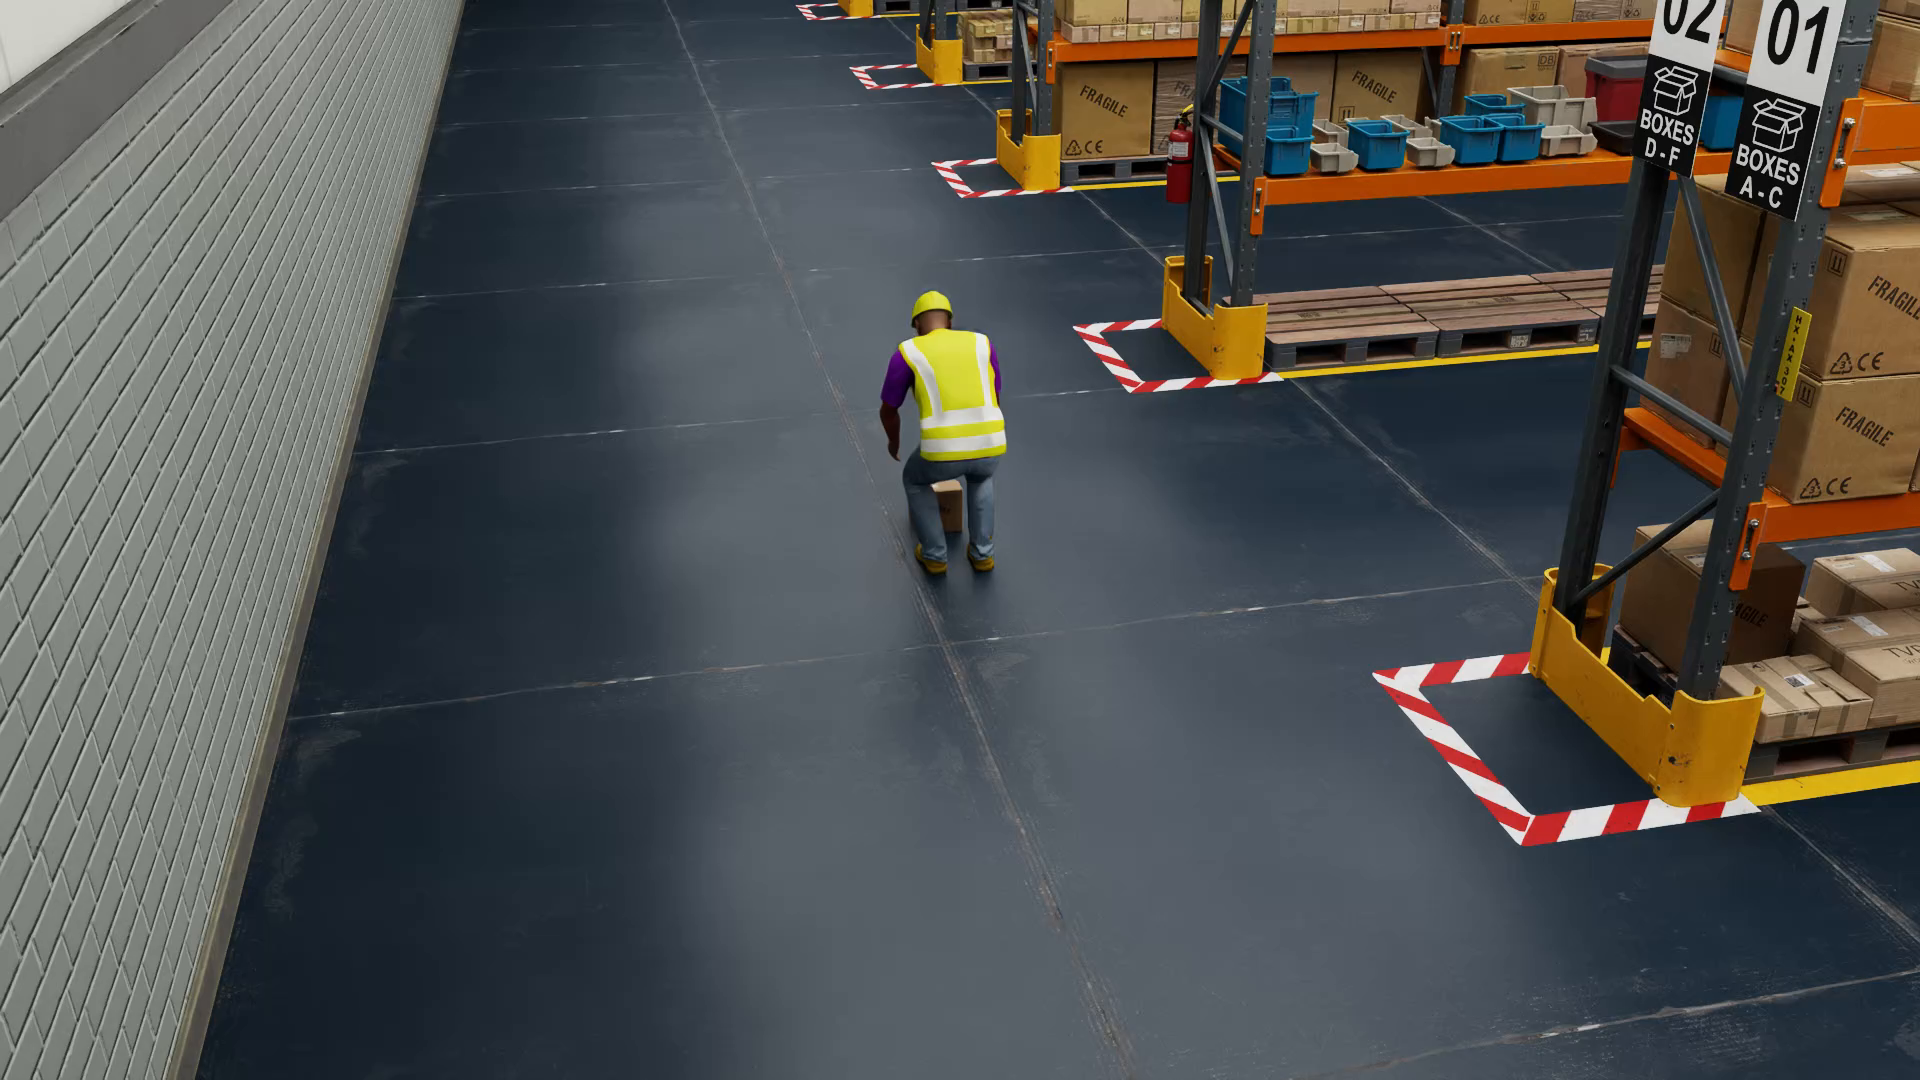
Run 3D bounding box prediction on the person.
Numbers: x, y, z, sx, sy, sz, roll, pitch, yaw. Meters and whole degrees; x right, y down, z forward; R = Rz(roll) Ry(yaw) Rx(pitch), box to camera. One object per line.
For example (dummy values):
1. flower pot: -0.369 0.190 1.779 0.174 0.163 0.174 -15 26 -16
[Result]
1. person: -0.076 -0.519 8.441 0.631 1.371 0.779 -6 27 -11
